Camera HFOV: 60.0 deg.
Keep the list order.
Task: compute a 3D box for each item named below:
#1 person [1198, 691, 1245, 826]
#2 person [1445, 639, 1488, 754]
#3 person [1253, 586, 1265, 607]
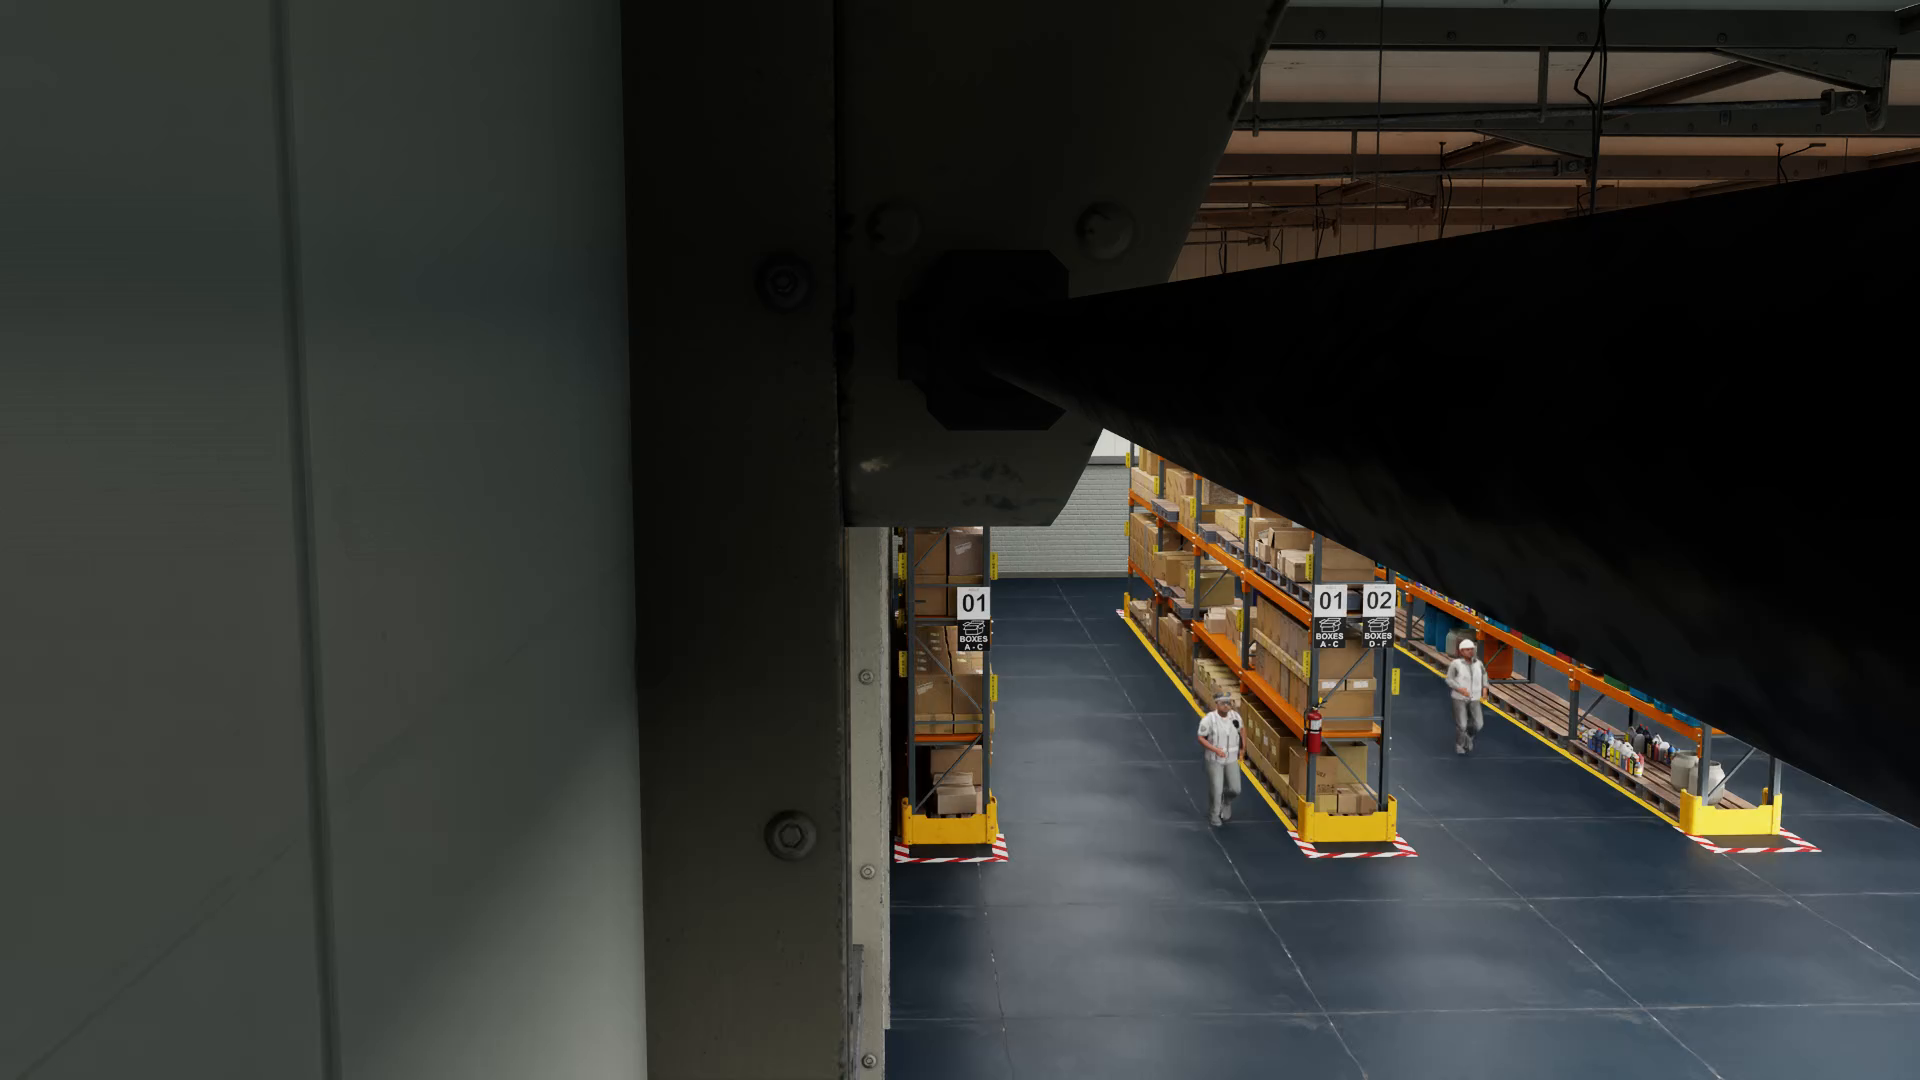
[{"bbox_3d":[3.358,2.772,21.079,0.690,1.749,0.600,-1,7,-11],"label":"person"},{"bbox_3d":[7.501,2.329,24.509,0.699,1.729,0.584,-1,7,-6],"label":"person"},{"bbox_3d":[6.241,1.121,34.557,0.580,1.691,0.688,-1,7,-9],"label":"person"}]
